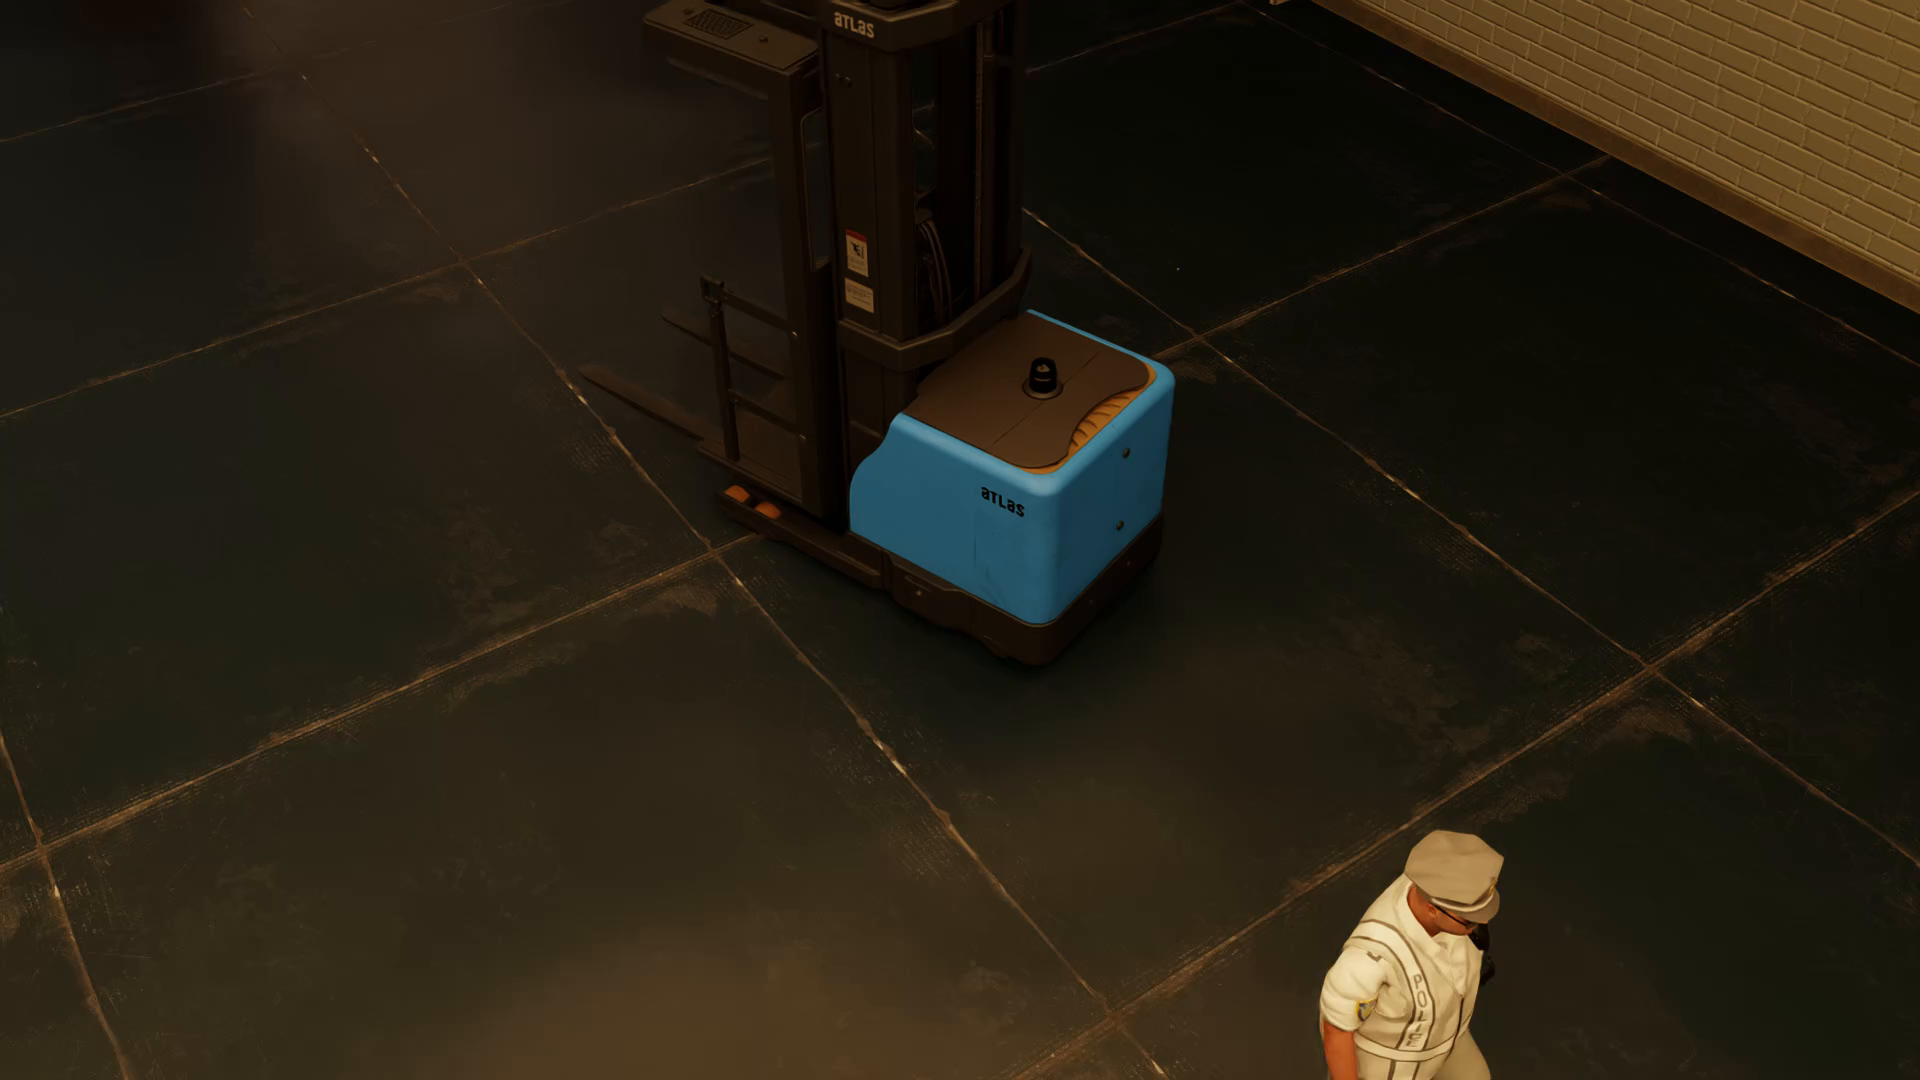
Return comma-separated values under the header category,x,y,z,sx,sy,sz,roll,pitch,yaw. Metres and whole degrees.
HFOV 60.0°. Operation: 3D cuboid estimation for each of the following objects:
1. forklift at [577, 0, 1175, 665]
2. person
category,x,y,z,sx,sy,sz,roll,pitch,yaw
forklift,-0.550,-1.353,7.184,3.031,2.935,1.130,27,49,26
person,1.344,1.512,5.001,0.494,1.795,0.641,33,52,31
